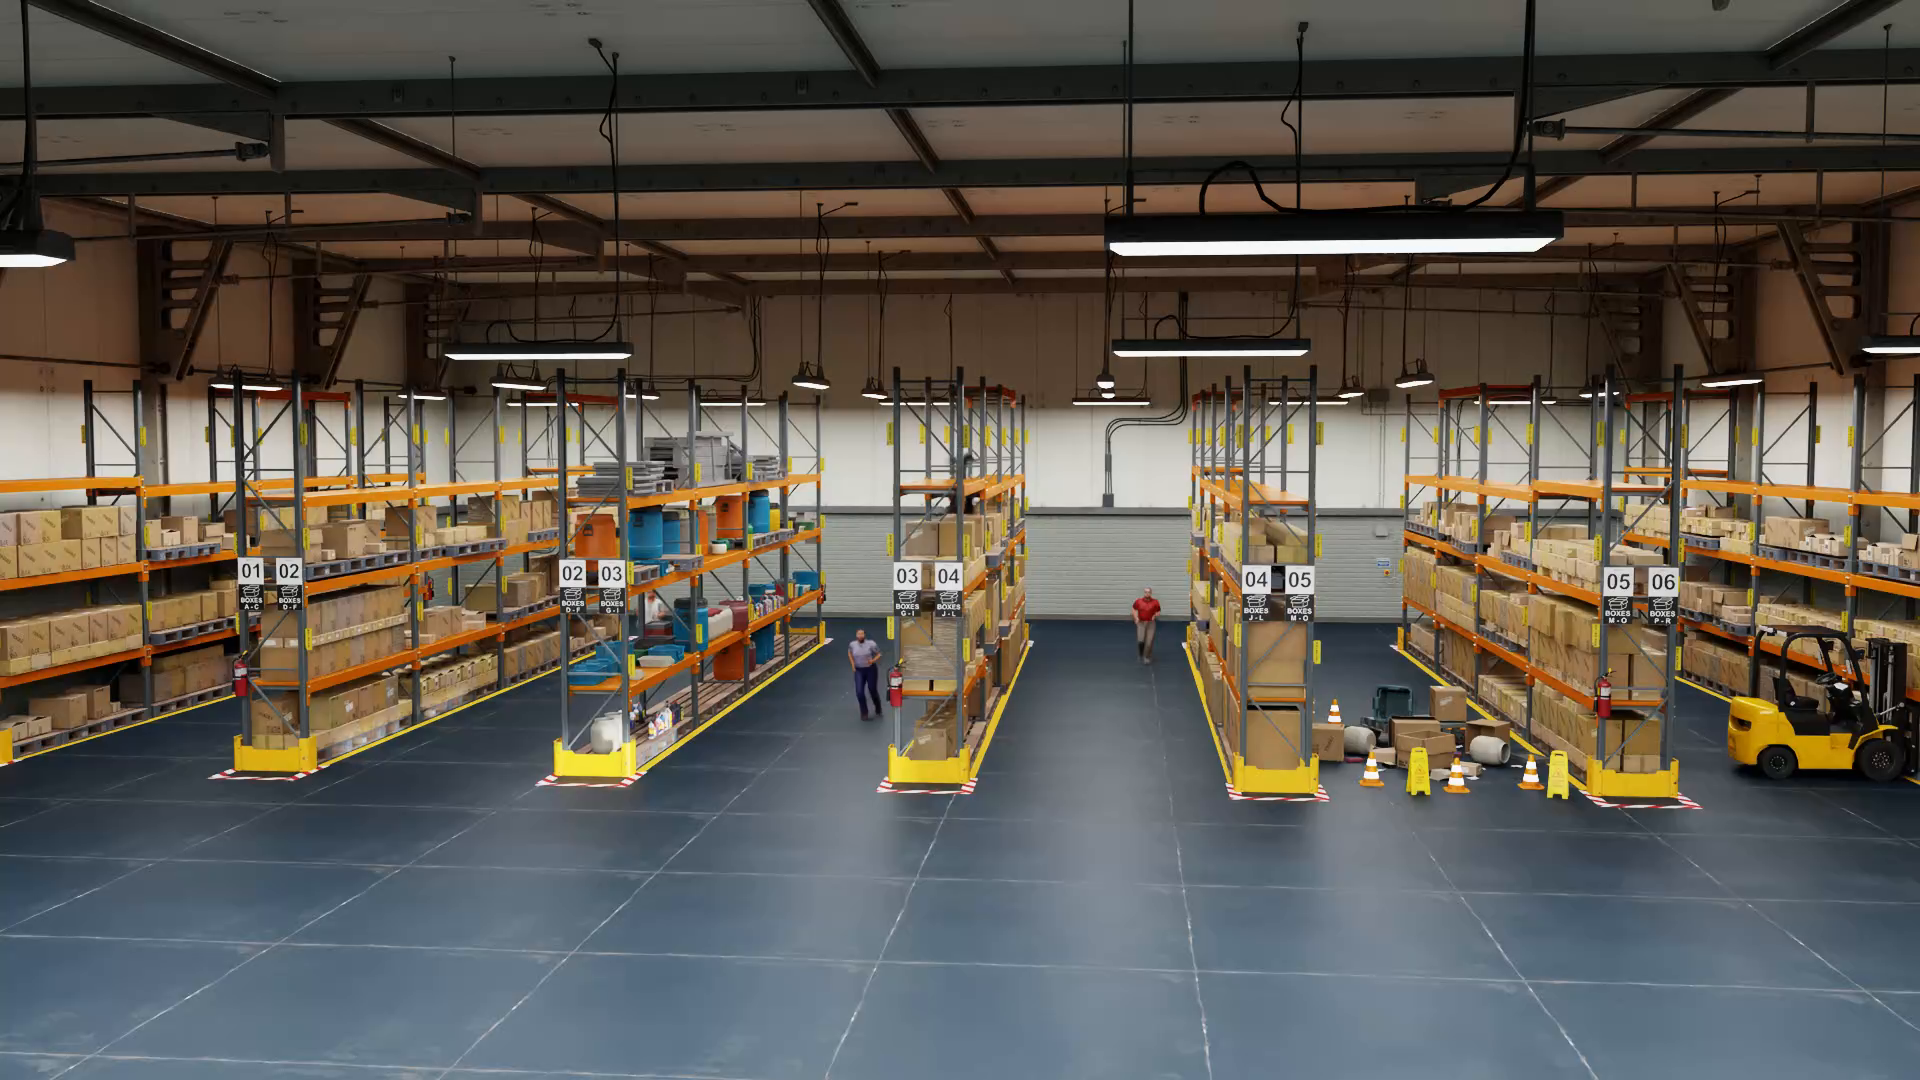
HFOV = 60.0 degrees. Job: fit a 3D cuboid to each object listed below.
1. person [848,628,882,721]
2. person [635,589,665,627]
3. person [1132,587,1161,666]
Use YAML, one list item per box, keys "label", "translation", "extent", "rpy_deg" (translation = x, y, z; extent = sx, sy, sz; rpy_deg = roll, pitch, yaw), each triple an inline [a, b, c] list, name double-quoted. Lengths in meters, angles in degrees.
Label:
- label: "person"
  translation: [-1.706, 2.348, 29.543]
  extent: [0.605, 1.624, 0.845]
  rpy_deg: [1, 4, 13]
- label: "person"
  translation: [-6.684, 1.878, 35.896]
  extent: [0.648, 1.783, 0.699]
  rpy_deg: [0, 4, -7]
- label: "person"
  translation: [4.076, 1.902, 36.334]
  extent: [0.629, 1.730, 0.675]
  rpy_deg: [0, 4, 3]
